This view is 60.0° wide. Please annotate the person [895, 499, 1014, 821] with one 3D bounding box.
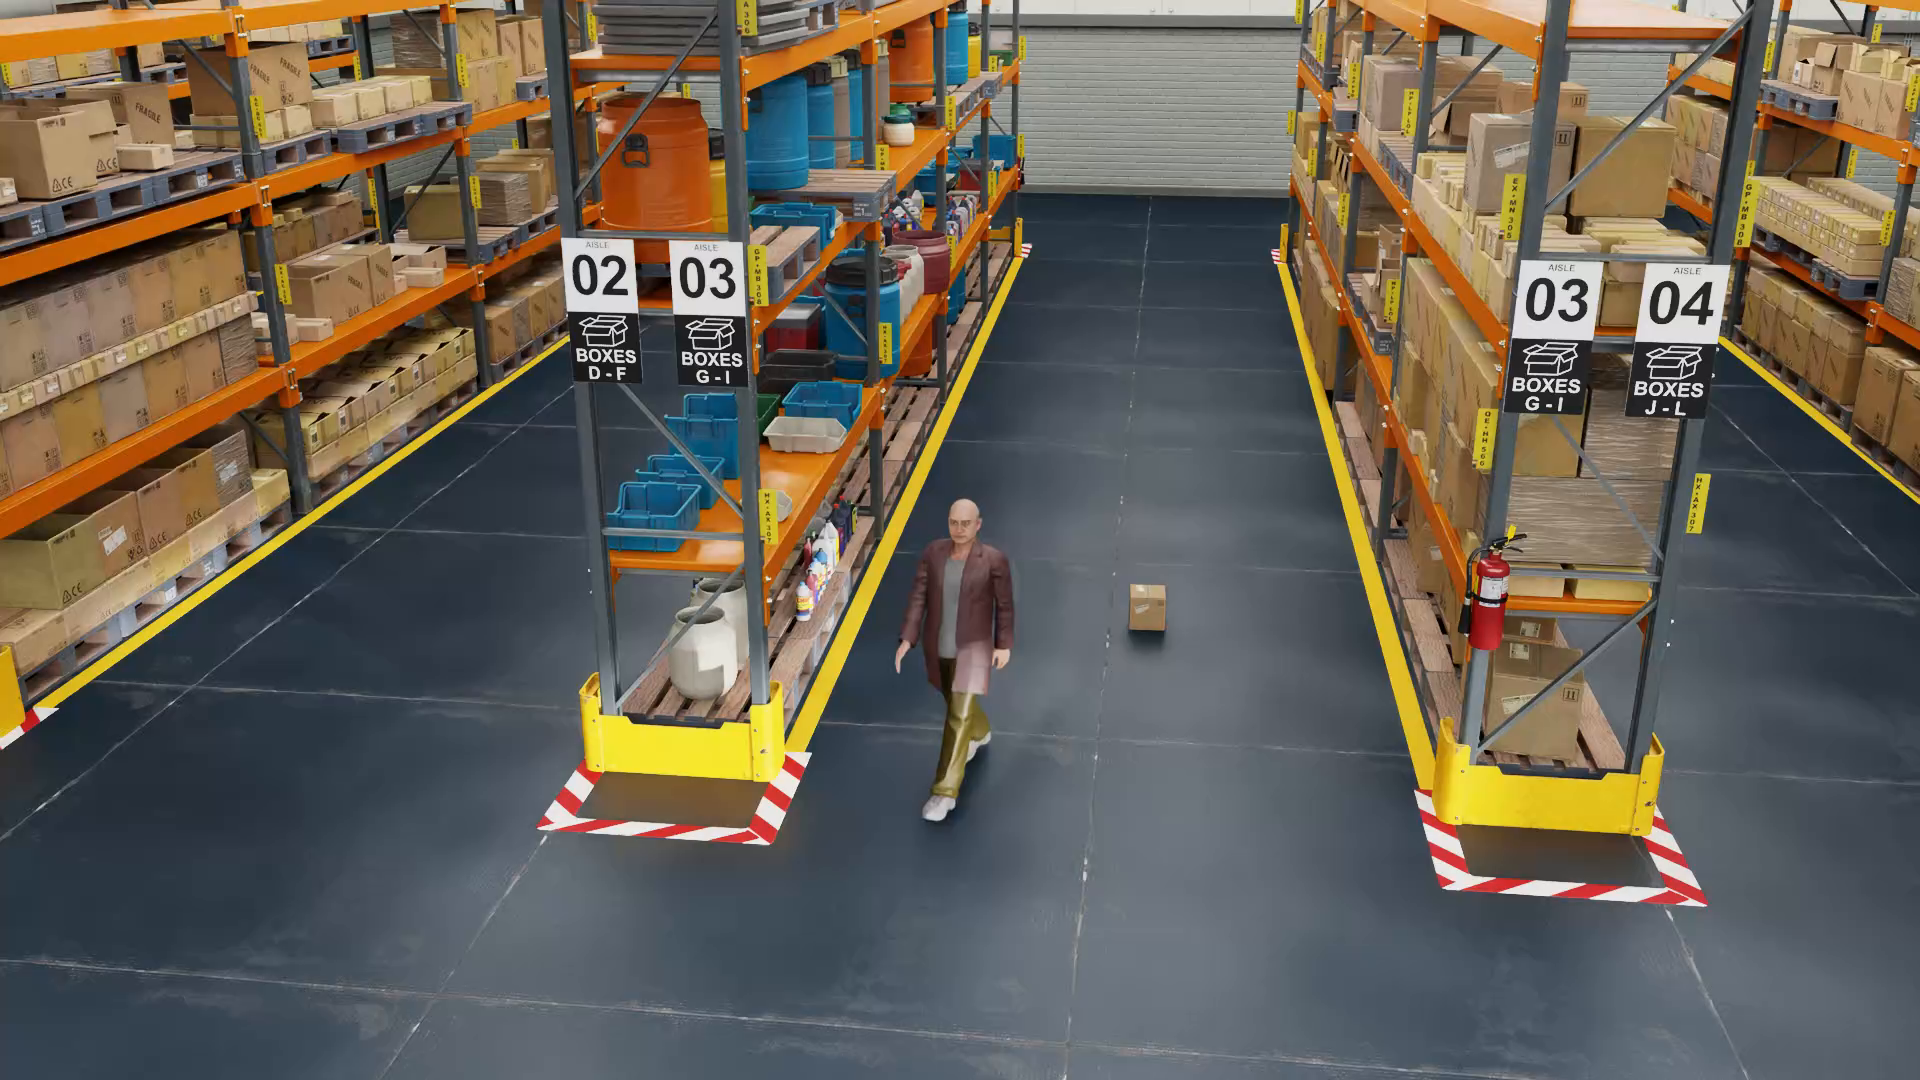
[{"bbox_3d":[-0.054,0.621,9.460,0.571,1.715,1.119,11,23,26],"label":"person"}]
